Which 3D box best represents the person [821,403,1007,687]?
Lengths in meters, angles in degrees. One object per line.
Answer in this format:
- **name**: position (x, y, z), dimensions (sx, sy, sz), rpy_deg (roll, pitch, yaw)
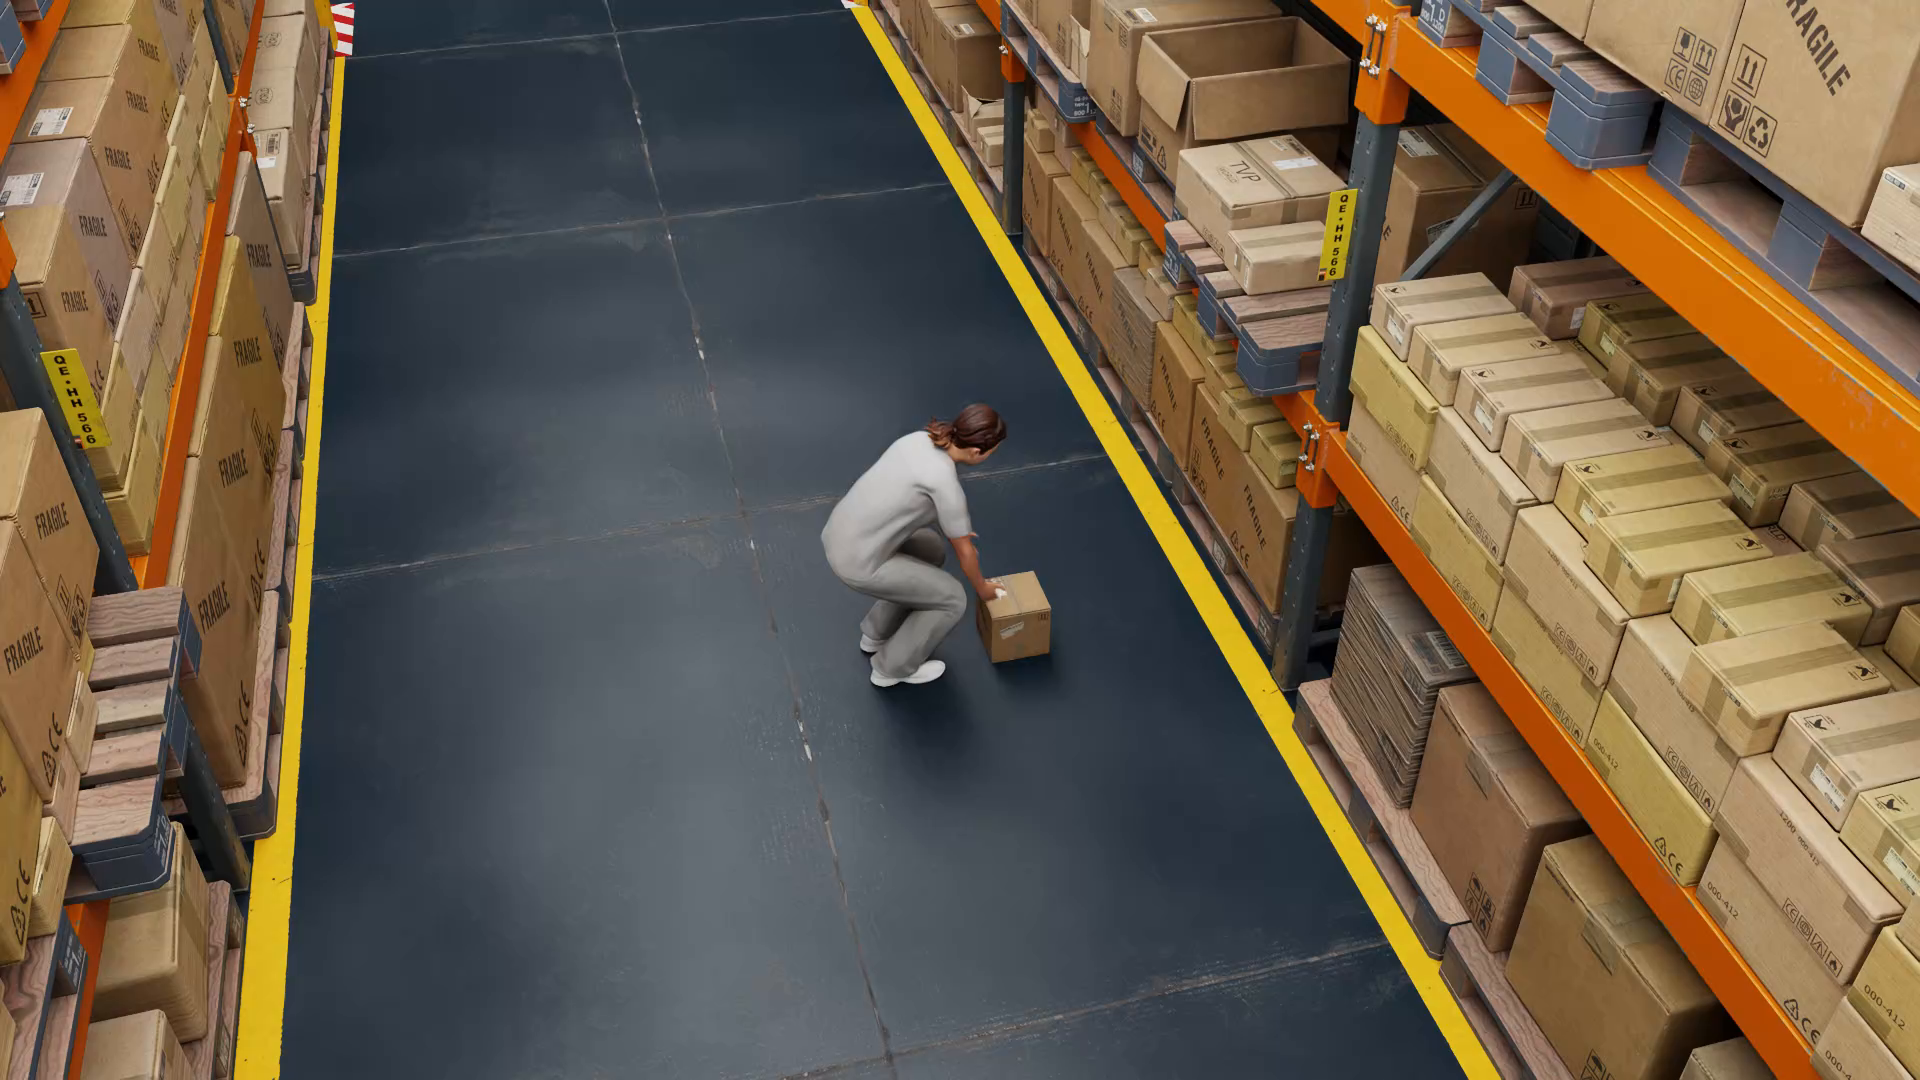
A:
- **person**: position (-0.177, 0.007, 6.565), dimensions (0.741, 1.158, 0.496), rpy_deg (-9, 39, -12)
